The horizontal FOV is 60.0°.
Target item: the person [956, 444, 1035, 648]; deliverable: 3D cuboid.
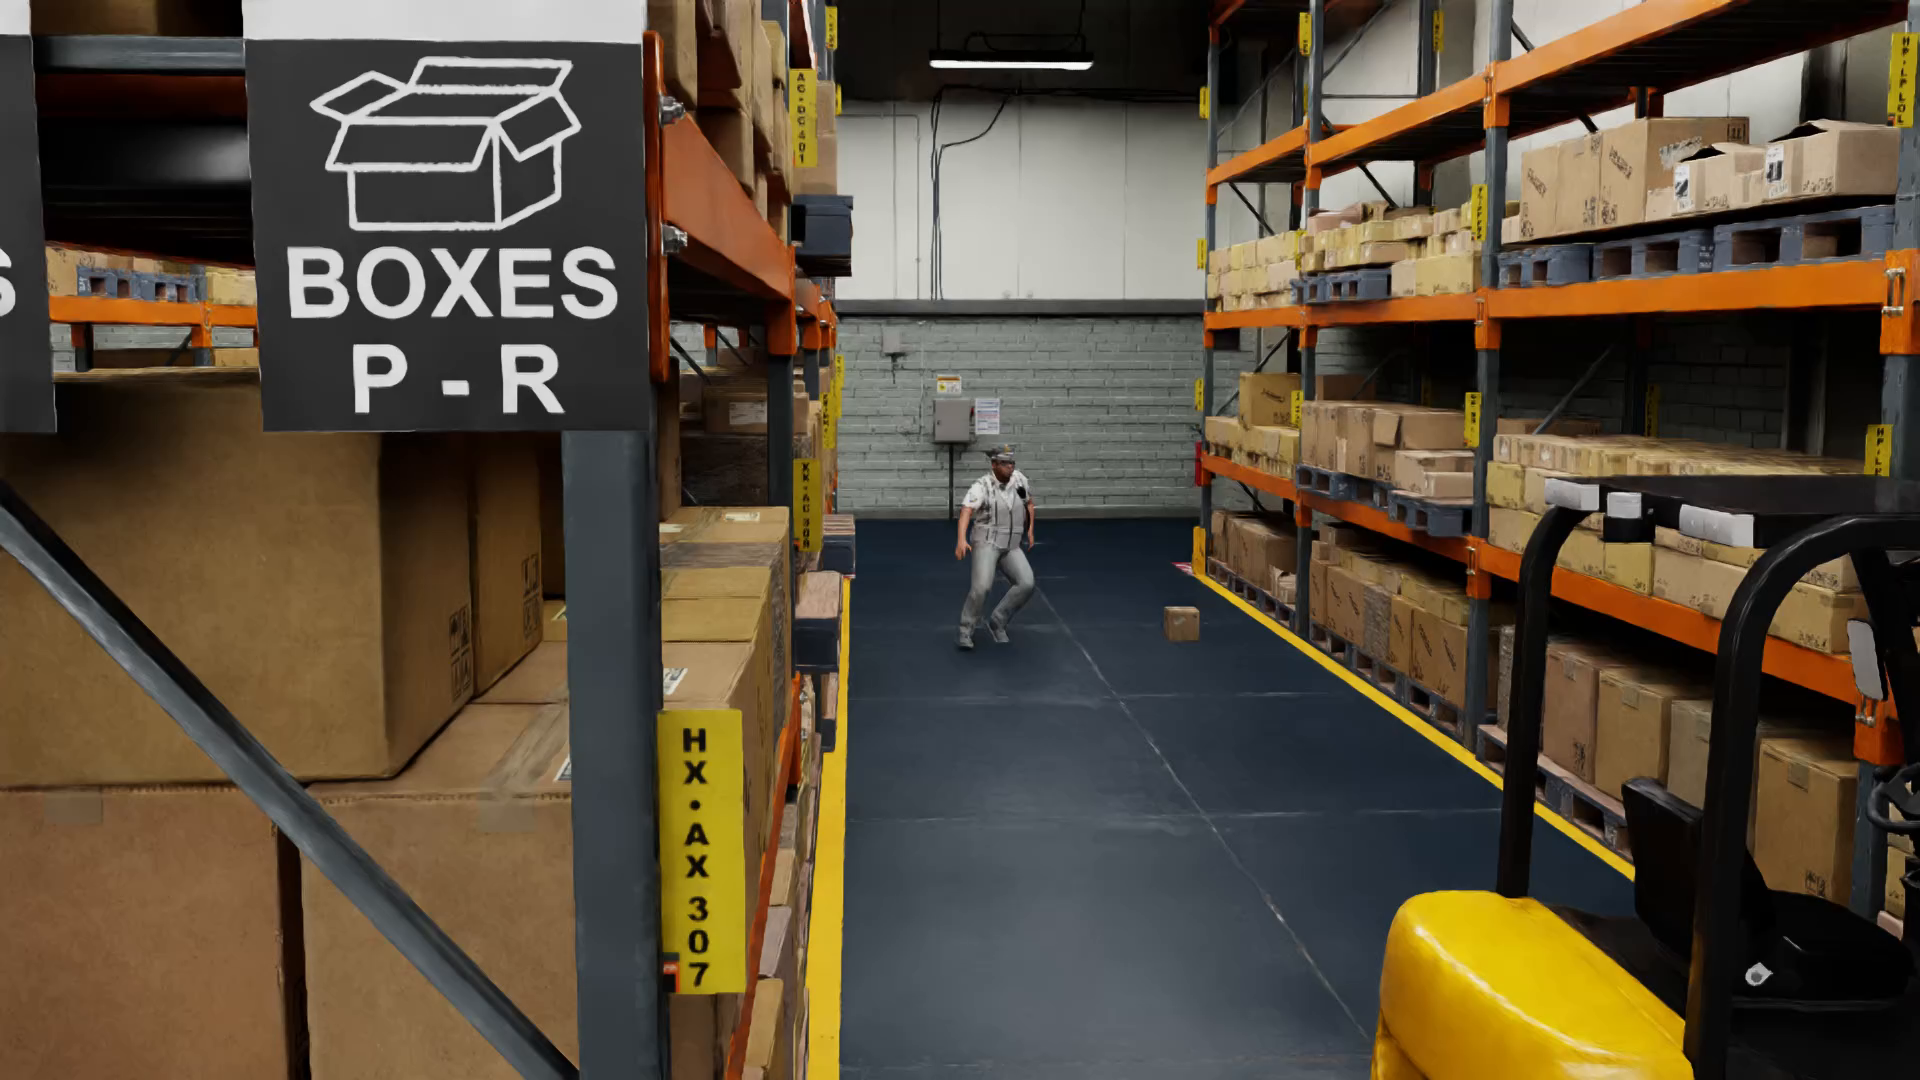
[{"bbox_3d":[0.264,0.052,13.846,0.934,1.717,0.523,-5,8,-36],"label":"person"}]
